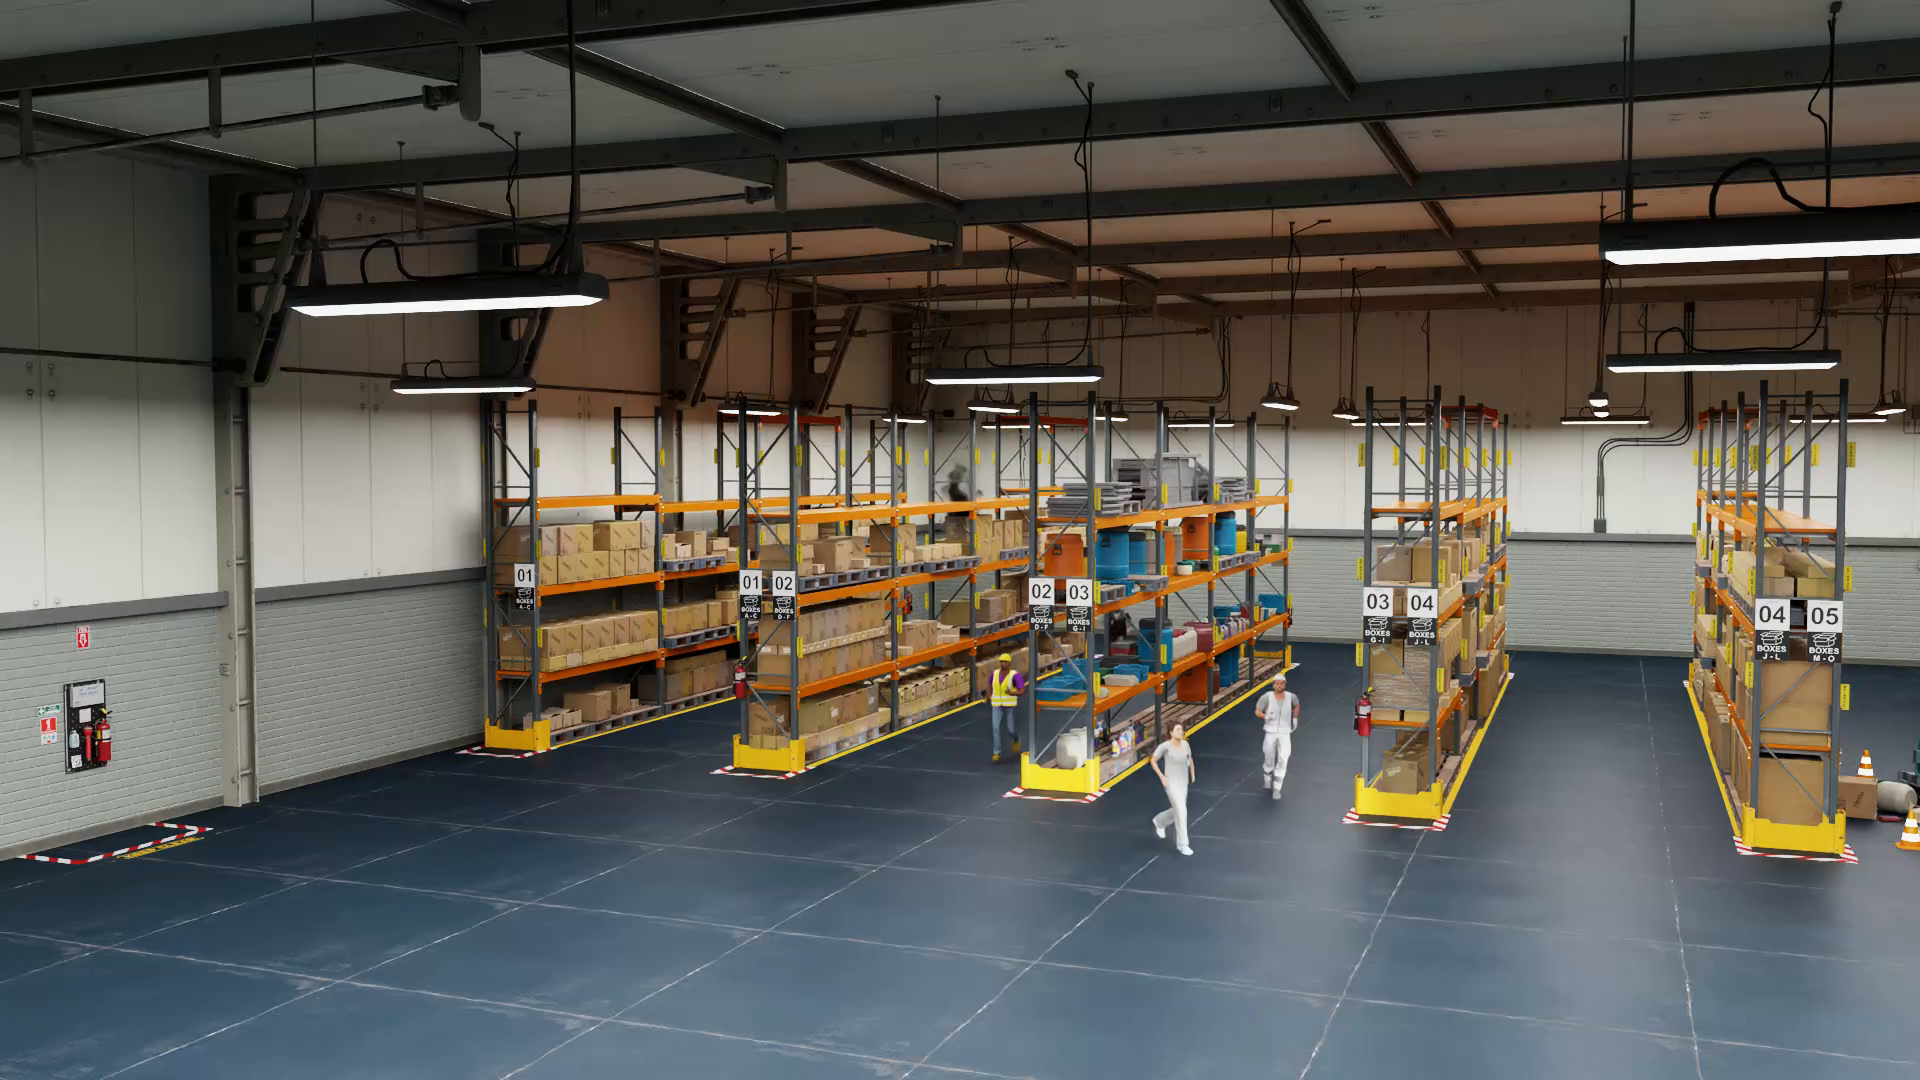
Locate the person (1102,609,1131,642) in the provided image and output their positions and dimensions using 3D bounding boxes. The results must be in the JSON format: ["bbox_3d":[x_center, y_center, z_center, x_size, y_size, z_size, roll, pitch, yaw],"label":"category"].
[{"bbox_3d":[3.606,2.220,38.363,0.652,1.717,0.969,1,3,11],"label":"person"}]

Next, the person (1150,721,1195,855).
[{"bbox_3d":[2.722,3.133,21.294,0.579,1.667,0.850,-2,3,-33],"label":"person"}]

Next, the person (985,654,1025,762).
[{"bbox_3d":[0.738,2.752,27.549,0.710,1.747,0.963,1,3,19],"label":"person"}]

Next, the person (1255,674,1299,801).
[{"bbox_3d":[4.703,2.893,24.647,0.663,1.847,0.795,0,3,7],"label":"person"}]
